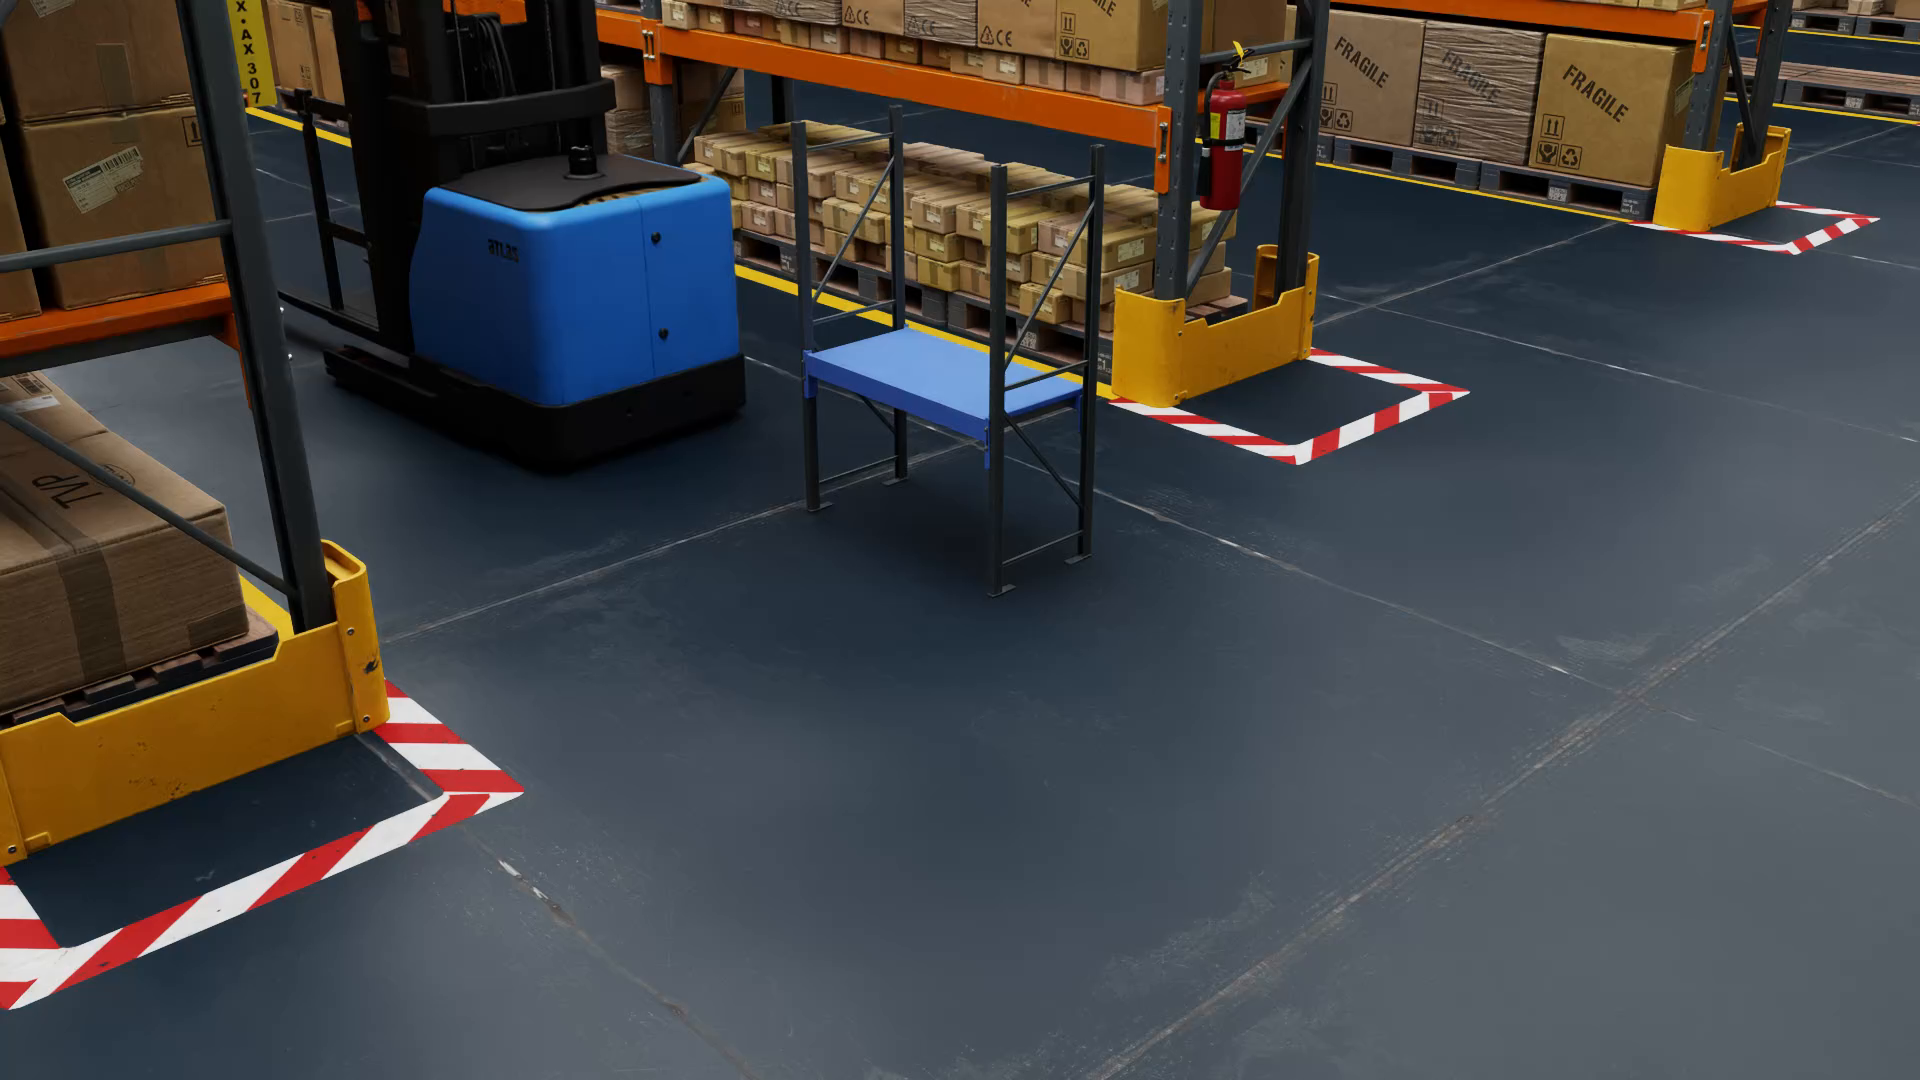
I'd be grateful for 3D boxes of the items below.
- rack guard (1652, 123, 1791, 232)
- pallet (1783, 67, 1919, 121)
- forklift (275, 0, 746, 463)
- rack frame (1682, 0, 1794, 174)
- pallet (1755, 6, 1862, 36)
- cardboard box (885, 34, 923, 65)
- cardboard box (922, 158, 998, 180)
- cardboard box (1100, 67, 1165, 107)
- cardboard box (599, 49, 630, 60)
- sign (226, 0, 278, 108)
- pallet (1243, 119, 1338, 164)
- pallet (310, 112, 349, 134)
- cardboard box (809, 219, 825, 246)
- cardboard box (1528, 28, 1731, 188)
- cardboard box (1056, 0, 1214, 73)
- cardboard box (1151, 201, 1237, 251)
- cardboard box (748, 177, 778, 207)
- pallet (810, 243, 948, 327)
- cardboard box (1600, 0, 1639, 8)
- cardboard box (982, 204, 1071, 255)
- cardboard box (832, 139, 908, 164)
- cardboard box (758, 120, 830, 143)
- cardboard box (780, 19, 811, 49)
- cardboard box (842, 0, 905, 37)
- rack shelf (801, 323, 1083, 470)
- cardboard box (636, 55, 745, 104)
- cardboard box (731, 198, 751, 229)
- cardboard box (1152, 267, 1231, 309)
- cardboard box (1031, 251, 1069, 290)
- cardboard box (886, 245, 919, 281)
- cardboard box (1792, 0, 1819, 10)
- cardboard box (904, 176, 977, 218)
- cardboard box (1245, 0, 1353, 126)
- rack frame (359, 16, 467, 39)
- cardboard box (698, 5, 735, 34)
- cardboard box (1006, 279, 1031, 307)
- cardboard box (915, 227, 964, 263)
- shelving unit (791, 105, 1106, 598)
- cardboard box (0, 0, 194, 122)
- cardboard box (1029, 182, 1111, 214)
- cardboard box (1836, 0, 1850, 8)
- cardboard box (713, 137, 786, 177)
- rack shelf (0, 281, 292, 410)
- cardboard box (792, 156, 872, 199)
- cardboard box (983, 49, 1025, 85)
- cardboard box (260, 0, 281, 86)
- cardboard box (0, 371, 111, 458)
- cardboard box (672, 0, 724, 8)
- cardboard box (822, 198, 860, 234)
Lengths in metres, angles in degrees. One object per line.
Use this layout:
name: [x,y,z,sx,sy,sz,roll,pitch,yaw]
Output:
rack guard: [4.982,-2.379,10.863,1.175,0.500,0.348,-21,32,-38]
pallet: [8.045,-3.921,14.591,1.003,0.211,1.213,-21,32,-38]
forklift: [-2.365,-2.156,7.445,3.031,2.935,1.130,22,32,39]
rack frame: [4.965,-3.524,10.360,1.000,3.000,0.127,-21,32,-38]
pallet: [9.934,-6.068,19.296,1.003,0.211,1.213,-21,32,-38]
cardboard box: [-0.163,-2.543,8.512,0.380,0.149,0.250,-21,32,-38]
cardboard box: [0.010,-2.009,9.252,0.380,0.149,0.250,-21,32,-38]
cardboard box: [0.846,-2.052,7.436,0.380,0.149,0.250,-21,32,-38]
cardboard box: [-2.494,-3.068,10.963,0.500,0.250,0.500,-19,31,-36]
sign: [-1.860,-1.298,4.343,0.100,0.325,0.005,-21,32,-38]
pallet: [2.694,-3.214,13.042,1.003,0.211,1.213,-21,32,-38]
pallet: [-4.676,-3.563,13.805,1.003,0.211,1.213,-21,32,-38]
cardboard box: [-0.635,-1.776,9.458,0.250,0.149,0.380,22,33,40]
cardboard box: [4.469,-2.919,11.089,0.875,0.875,0.875,-21,32,-38]
cardboard box: [0.780,-2.391,7.399,0.500,0.500,0.500,-20,32,-37]
cardboard box: [1.165,-1.567,8.283,0.250,0.149,0.380,22,32,39]
cardboard box: [-1.013,-2.073,9.751,0.380,0.149,0.250,-21,32,-39]
pallet: [-0.136,-1.527,9.344,1.003,0.211,1.213,-21,32,-38]
cardboard box: [4.302,-3.502,10.616,0.380,0.149,0.250,-21,32,-38]
cardboard box: [0.329,-1.535,8.214,0.380,0.149,0.250,-22,33,-40]
cardboard box: [-0.526,-2.250,9.779,0.380,0.149,0.250,-20,31,-37]
cardboard box: [-1.025,-2.490,10.306,0.380,0.149,0.250,-20,31,-37]
cardboard box: [-0.746,-2.764,8.998,0.380,0.149,0.250,-21,32,-38]
cardboard box: [-0.255,-2.854,8.412,0.500,0.500,0.500,-19,31,-36]
rack shelf: [-0.058,-0.545,6.070,0.538,0.185,1.000,-21,32,-38]
cardboard box: [-1.771,-3.053,10.930,0.500,0.250,0.500,22,33,39]
cardboard box: [-1.262,-1.971,9.886,0.380,0.149,0.250,-20,31,-37]
cardboard box: [1.151,-1.291,8.395,0.380,0.149,0.250,-20,32,-37]
cardboard box: [0.567,-1.350,8.166,0.380,0.149,0.250,-22,33,-40]
cardboard box: [-0.174,-1.514,8.885,0.380,0.149,0.250,-20,32,-37]
cardboard box: [9.594,-6.333,19.228,0.500,0.311,0.500,-21,32,-38]
cardboard box: [-0.125,-1.809,8.813,0.250,0.149,0.380,23,33,40]
cardboard box: [2.624,-3.737,12.882,0.875,0.875,0.875,-21,32,-38]
rack frame: [-4.192,-4.571,12.656,1.000,3.000,0.127,-21,32,-38]
cardboard box: [-1.273,-3.009,9.535,0.380,0.149,0.250,-20,31,-37]
cardboard box: [0.396,-1.295,8.404,0.380,0.149,0.250,-21,32,-39]
cardboard box: [-0.013,-1.566,8.639,0.380,0.149,0.250,-21,32,-38]
shelving unit: [-0.058,-0.708,5.995,0.538,1.500,1.048,-21,32,-38]
cardboard box: [-2.389,-1.439,4.465,0.500,0.500,0.500,-22,33,-40]
cardboard box: [0.580,-1.781,8.752,0.250,0.149,0.380,22,32,39]
cardboard box: [10.361,-6.259,19.261,0.380,0.149,0.250,-21,32,-38]
cardboard box: [-1.229,-2.261,9.803,0.380,0.149,0.250,-19,31,-36]
rack shelf: [-3.636,-0.991,5.675,1.077,0.370,4.000,-21,32,-38]
cardboard box: [-0.711,-2.025,9.287,0.380,0.149,0.250,-20,31,-37]
cardboard box: [0.330,-2.280,7.937,0.380,0.149,0.250,-20,31,-37]
cardboard box: [-5.780,-4.495,14.693,1.050,0.750,0.750,-21,32,-38]
cardboard box: [-3.425,-0.184,5.621,0.875,0.438,0.875,-20,31,-37]
cardboard box: [-1.304,-3.318,9.431,0.500,0.500,0.500,-22,32,-39]
cardboard box: [-0.534,-1.806,9.166,0.380,0.149,0.250,-22,32,-39]
